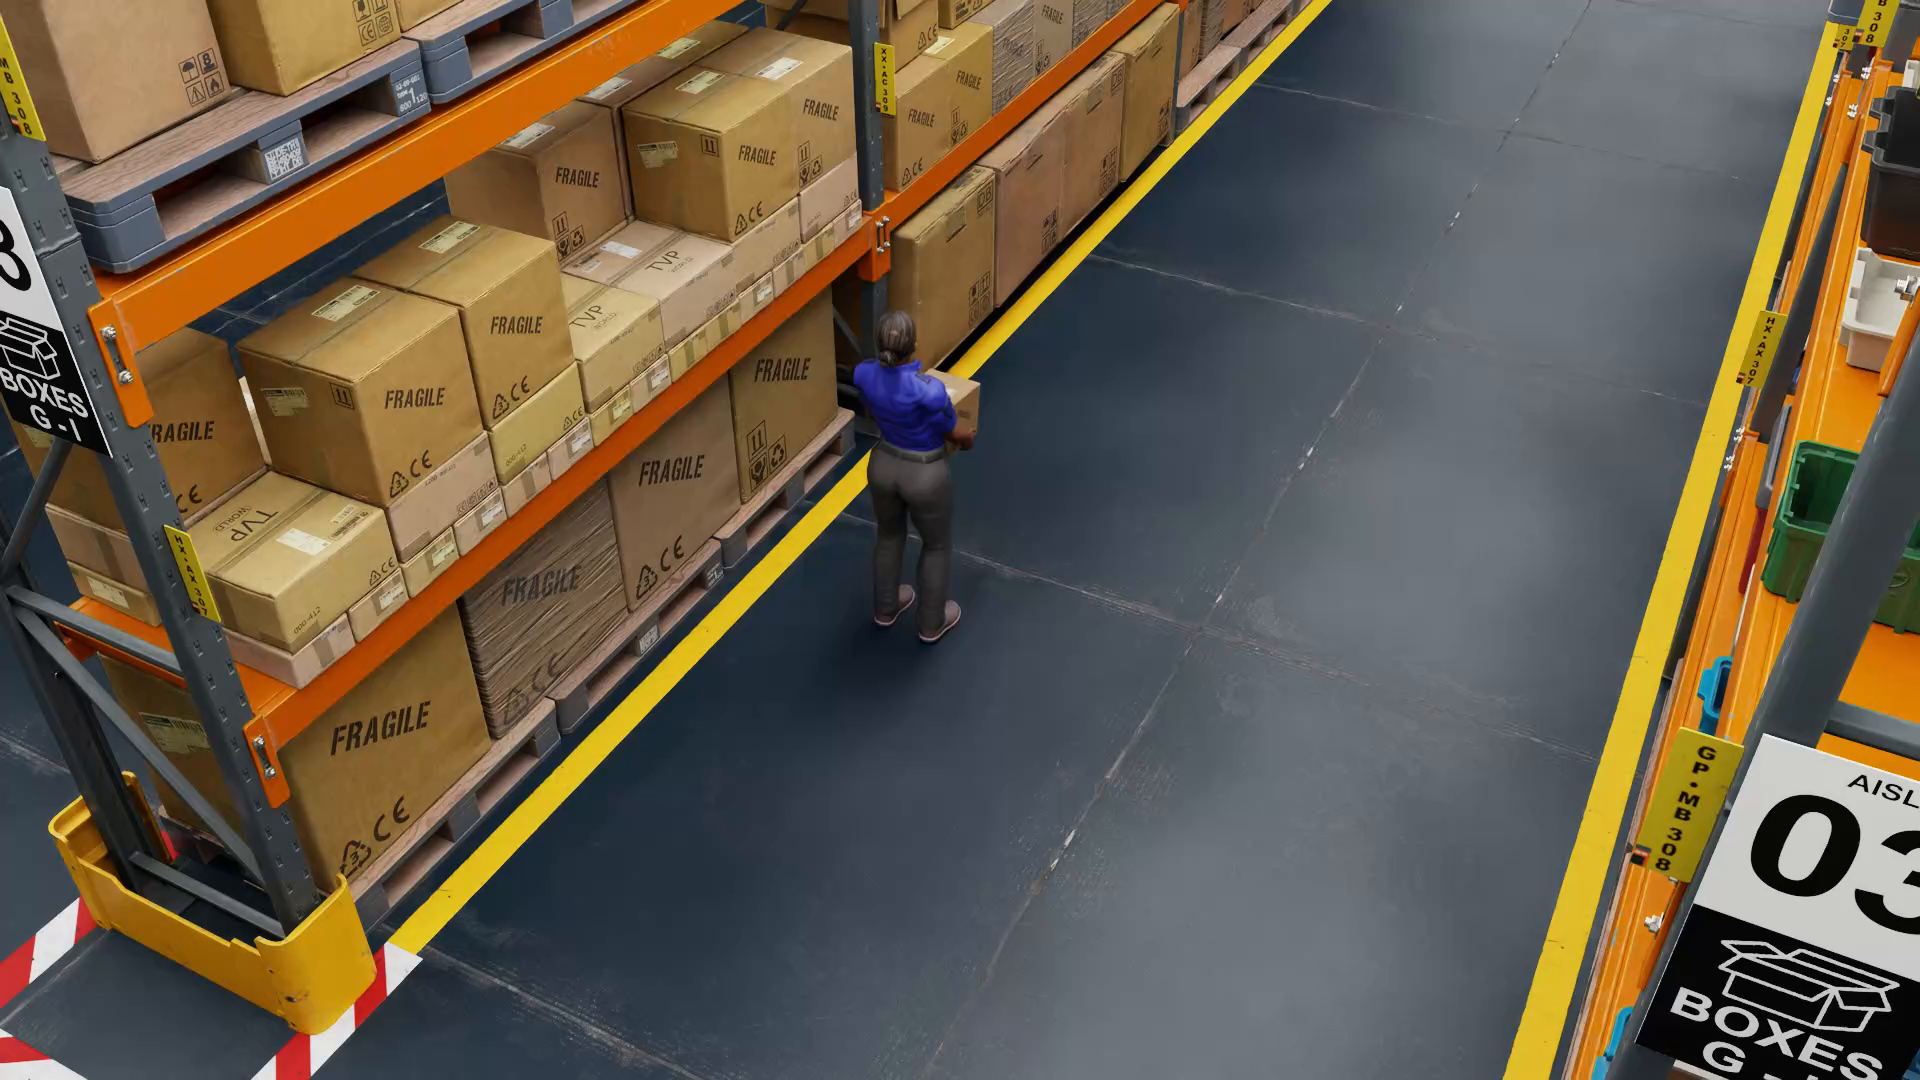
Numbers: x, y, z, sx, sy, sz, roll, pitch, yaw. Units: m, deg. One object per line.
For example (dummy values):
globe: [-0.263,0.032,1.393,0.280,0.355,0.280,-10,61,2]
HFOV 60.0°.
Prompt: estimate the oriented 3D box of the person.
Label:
person: [-0.172,-0.313,7.171,0.451,1.635,0.518,19,42,22]
